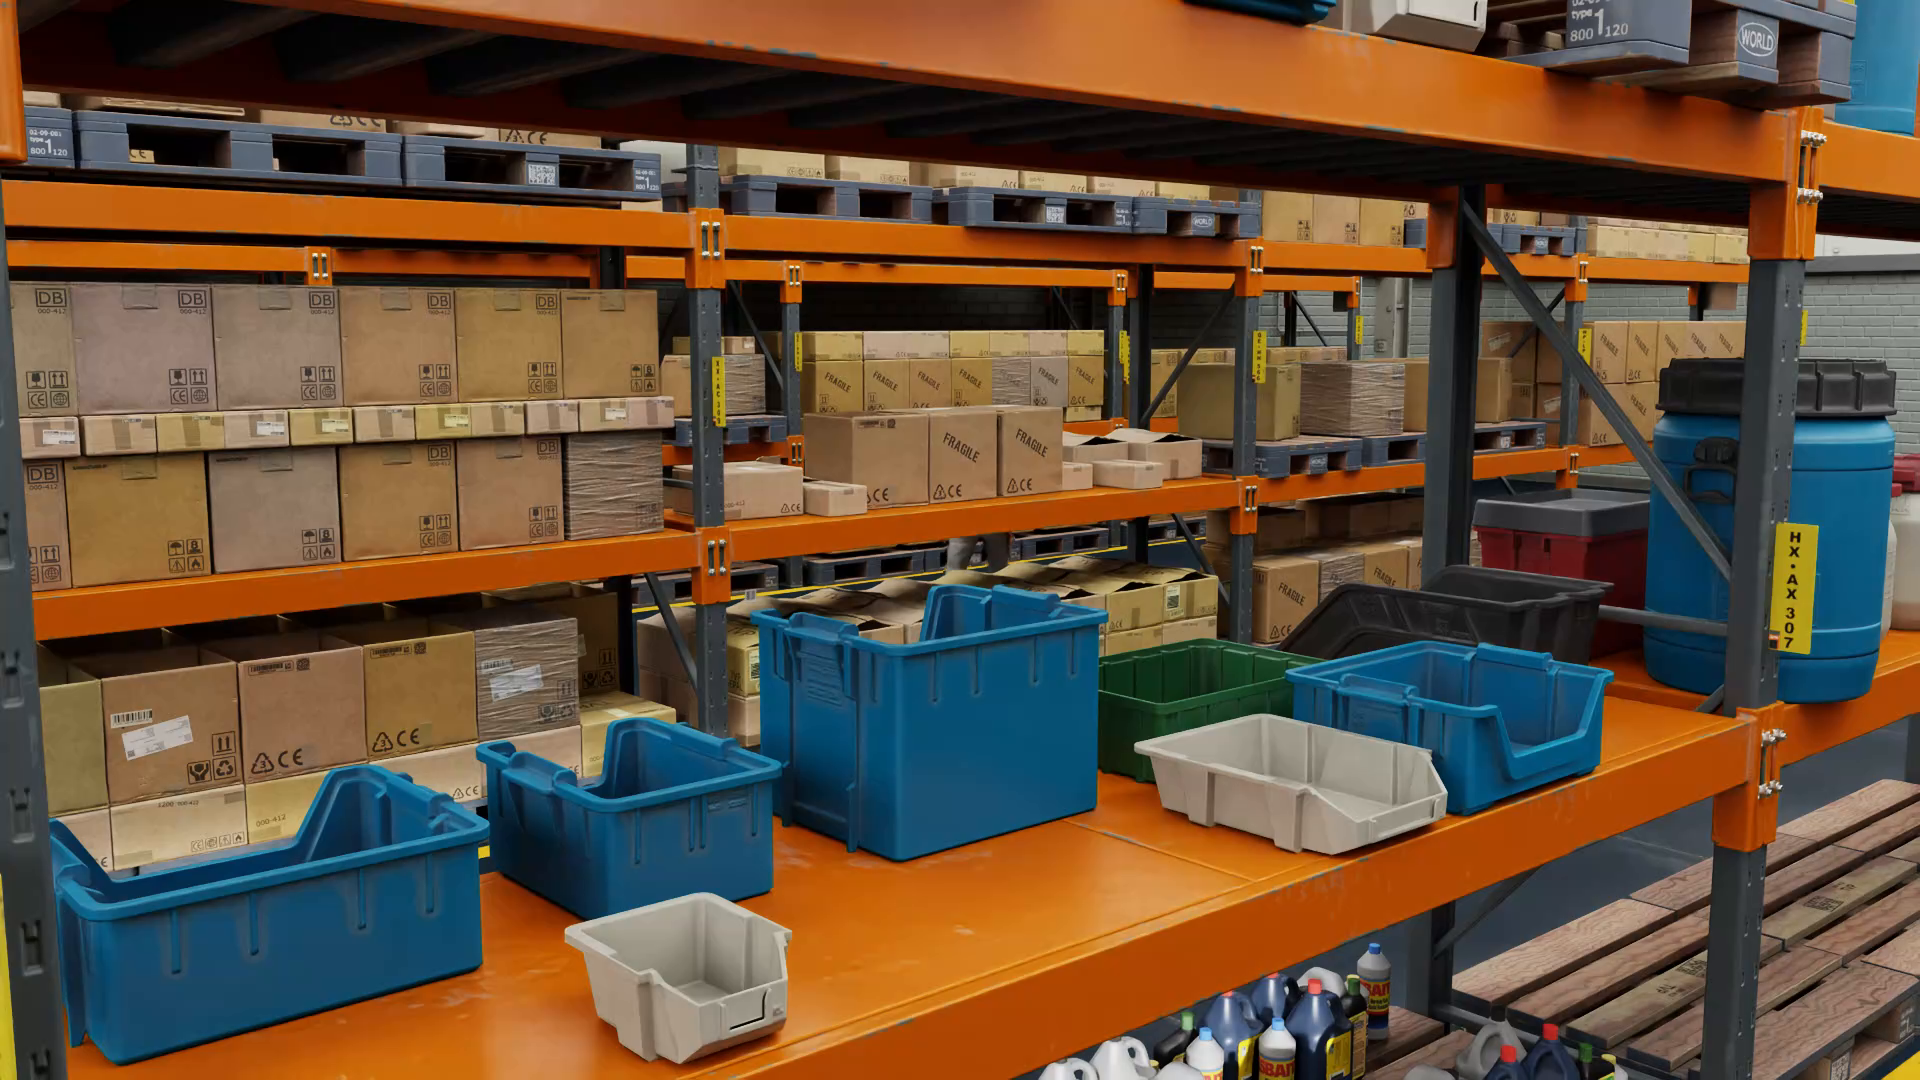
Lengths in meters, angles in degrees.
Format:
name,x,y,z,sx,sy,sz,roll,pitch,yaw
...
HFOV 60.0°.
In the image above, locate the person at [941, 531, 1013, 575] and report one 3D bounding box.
name,x,y,z,sx,sy,sz,roll,pitch,yaw
person,0.110,-0.107,12.111,0.556,1.638,0.701,0,8,-1
